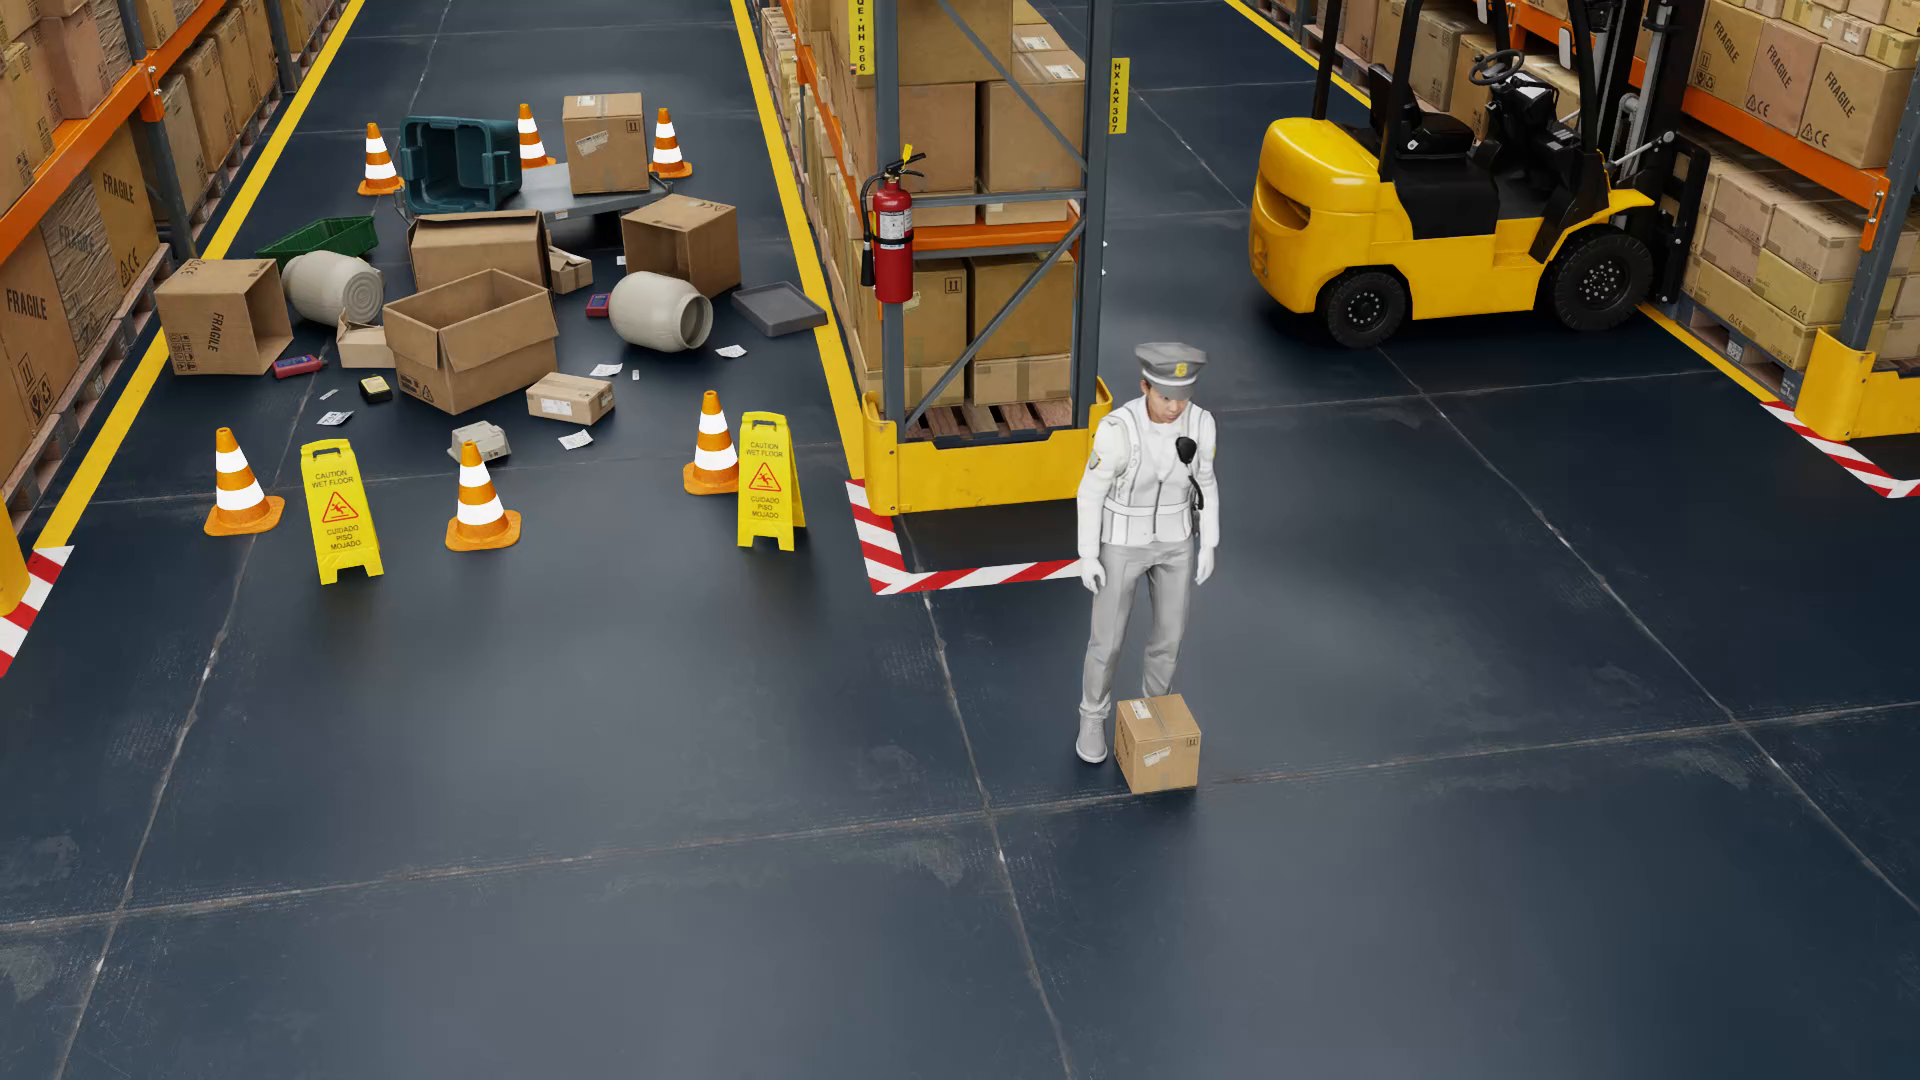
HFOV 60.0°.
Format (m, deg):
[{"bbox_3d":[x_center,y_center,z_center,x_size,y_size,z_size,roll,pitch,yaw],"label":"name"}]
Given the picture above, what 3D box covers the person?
[{"bbox_3d":[0.684,0.037,6.067,0.528,1.663,0.372,-5,31,-9],"label":"person"}]
